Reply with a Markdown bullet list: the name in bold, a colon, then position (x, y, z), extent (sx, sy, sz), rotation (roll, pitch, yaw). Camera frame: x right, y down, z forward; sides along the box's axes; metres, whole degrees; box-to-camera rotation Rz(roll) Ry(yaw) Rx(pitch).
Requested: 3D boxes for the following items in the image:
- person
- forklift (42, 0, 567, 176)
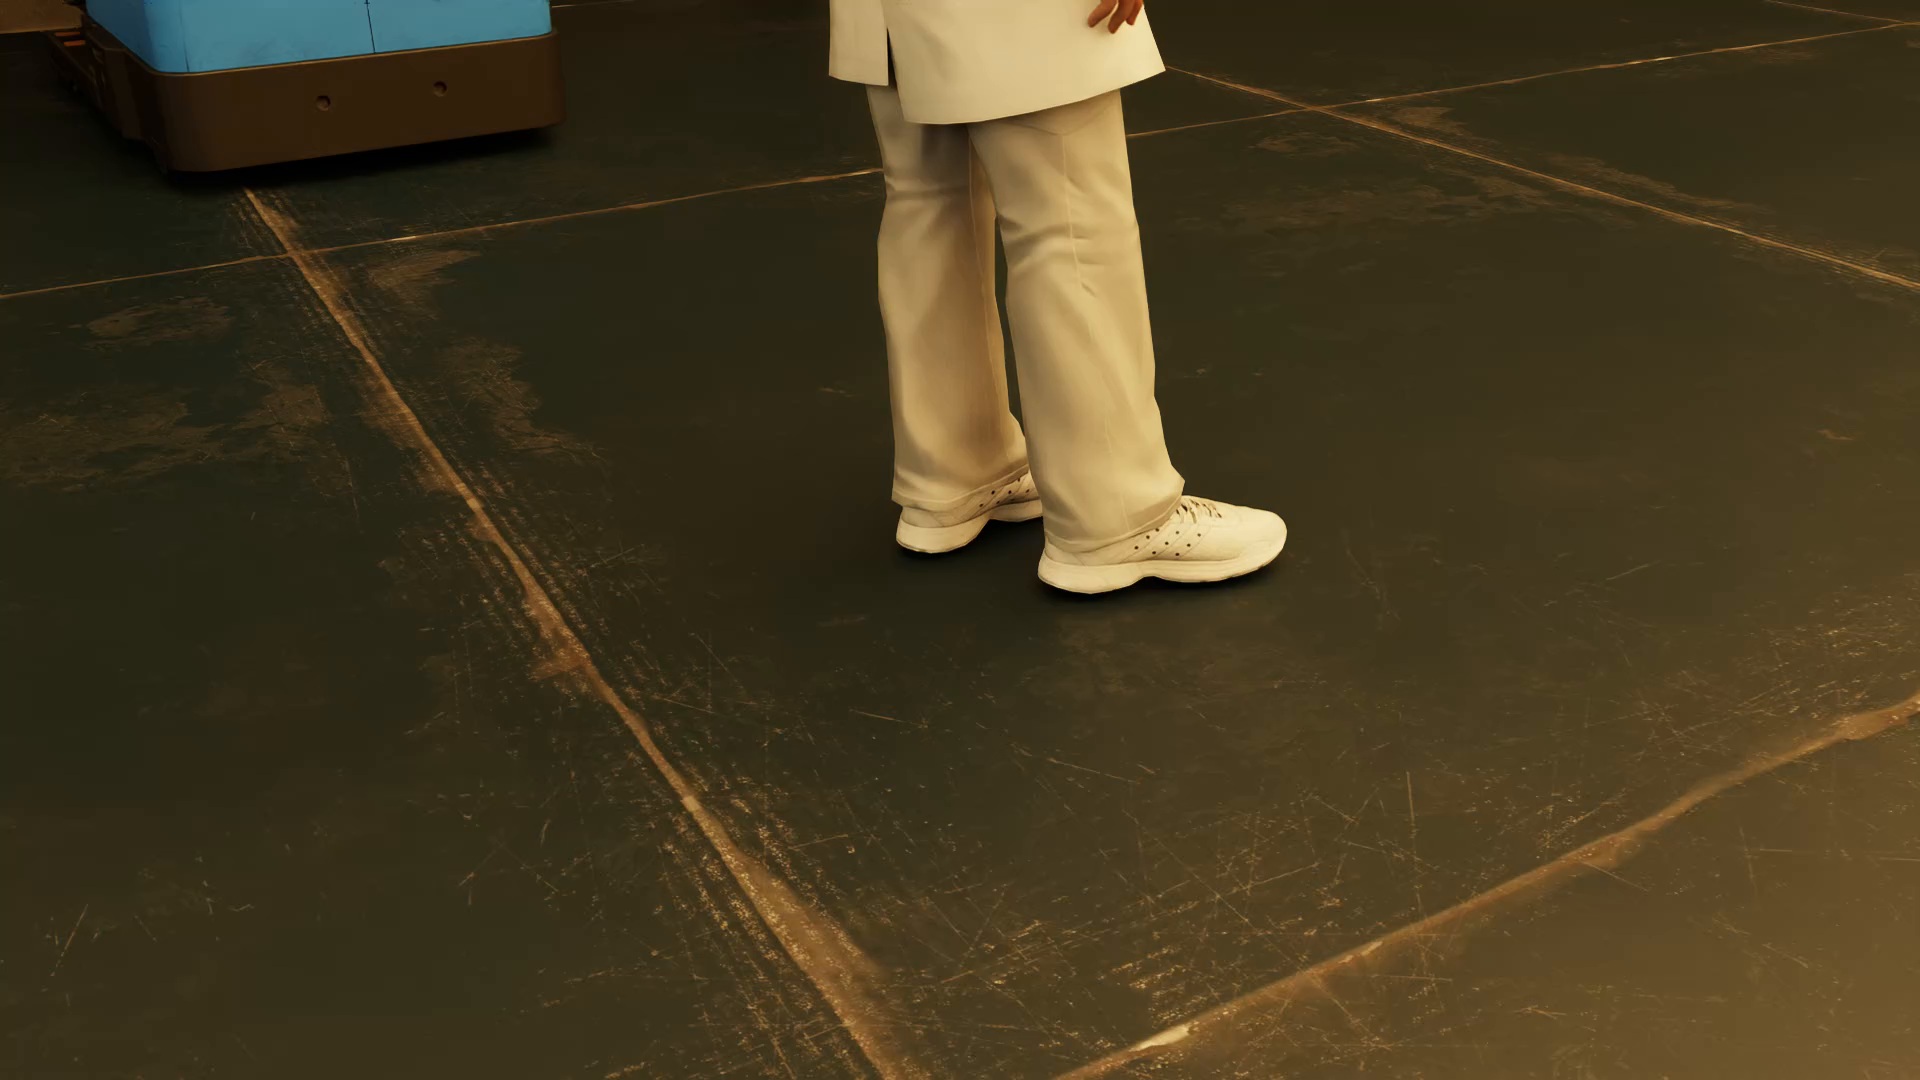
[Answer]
- **person**: position (0.081, -0.818, 2.132), extent (0.578, 1.777, 0.696), rotation (-15, 30, -26)
- **forklift**: position (-2.341, -2.842, 4.862), extent (1.130, 2.935, 3.031), rotation (-17, 31, -30)
